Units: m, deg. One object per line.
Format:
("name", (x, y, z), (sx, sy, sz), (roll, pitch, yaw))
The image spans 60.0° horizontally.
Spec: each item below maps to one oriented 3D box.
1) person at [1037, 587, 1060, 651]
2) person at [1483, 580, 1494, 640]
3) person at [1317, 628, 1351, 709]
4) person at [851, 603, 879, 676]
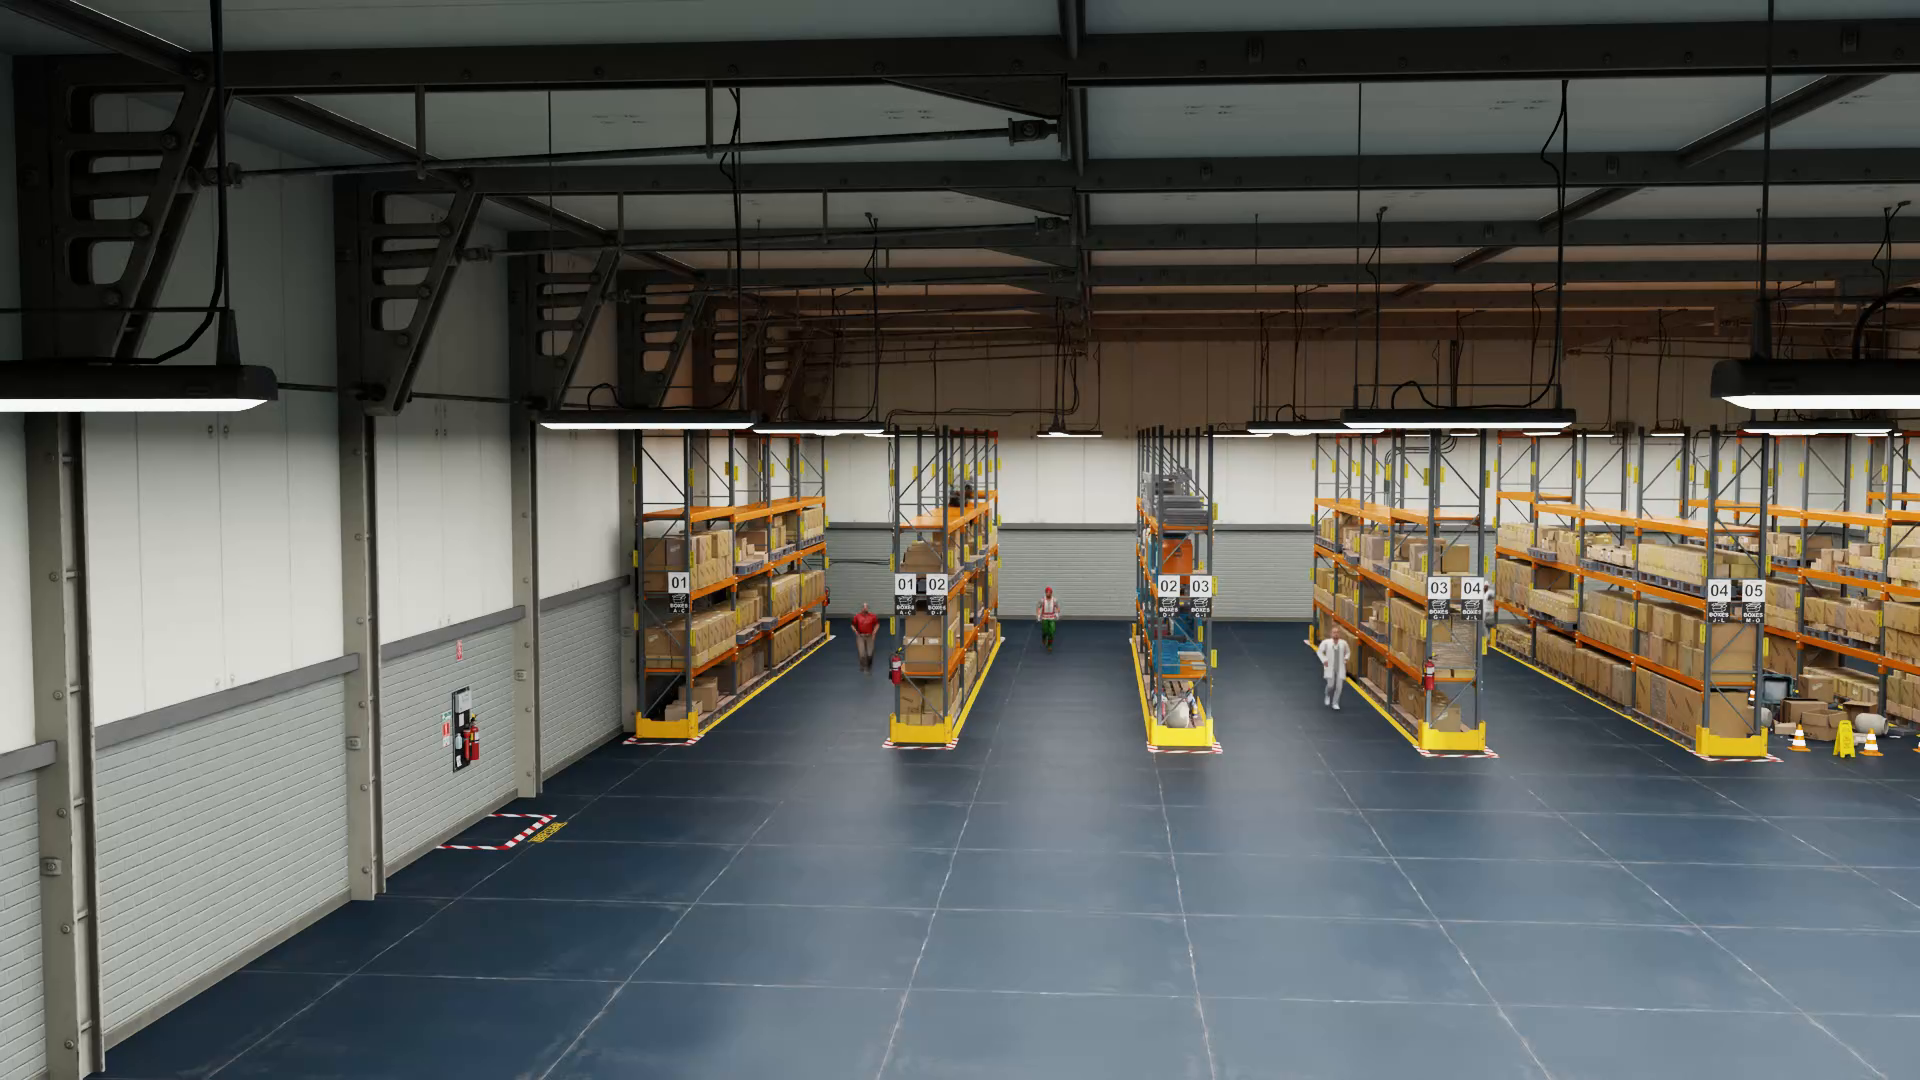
("person", (2.410, 2.143, 45.296), (0.648, 1.735, 0.636), (0, 3, -4))
("person", (14.862, 2.023, 47.105), (0.627, 1.777, 0.751), (-1, 4, -20))
("person", (7.973, 2.736, 35.357), (0.708, 1.713, 0.660), (0, 3, 1))
("person", (-2.189, 2.303, 38.280), (0.644, 1.718, 0.580), (0, 3, -4))
